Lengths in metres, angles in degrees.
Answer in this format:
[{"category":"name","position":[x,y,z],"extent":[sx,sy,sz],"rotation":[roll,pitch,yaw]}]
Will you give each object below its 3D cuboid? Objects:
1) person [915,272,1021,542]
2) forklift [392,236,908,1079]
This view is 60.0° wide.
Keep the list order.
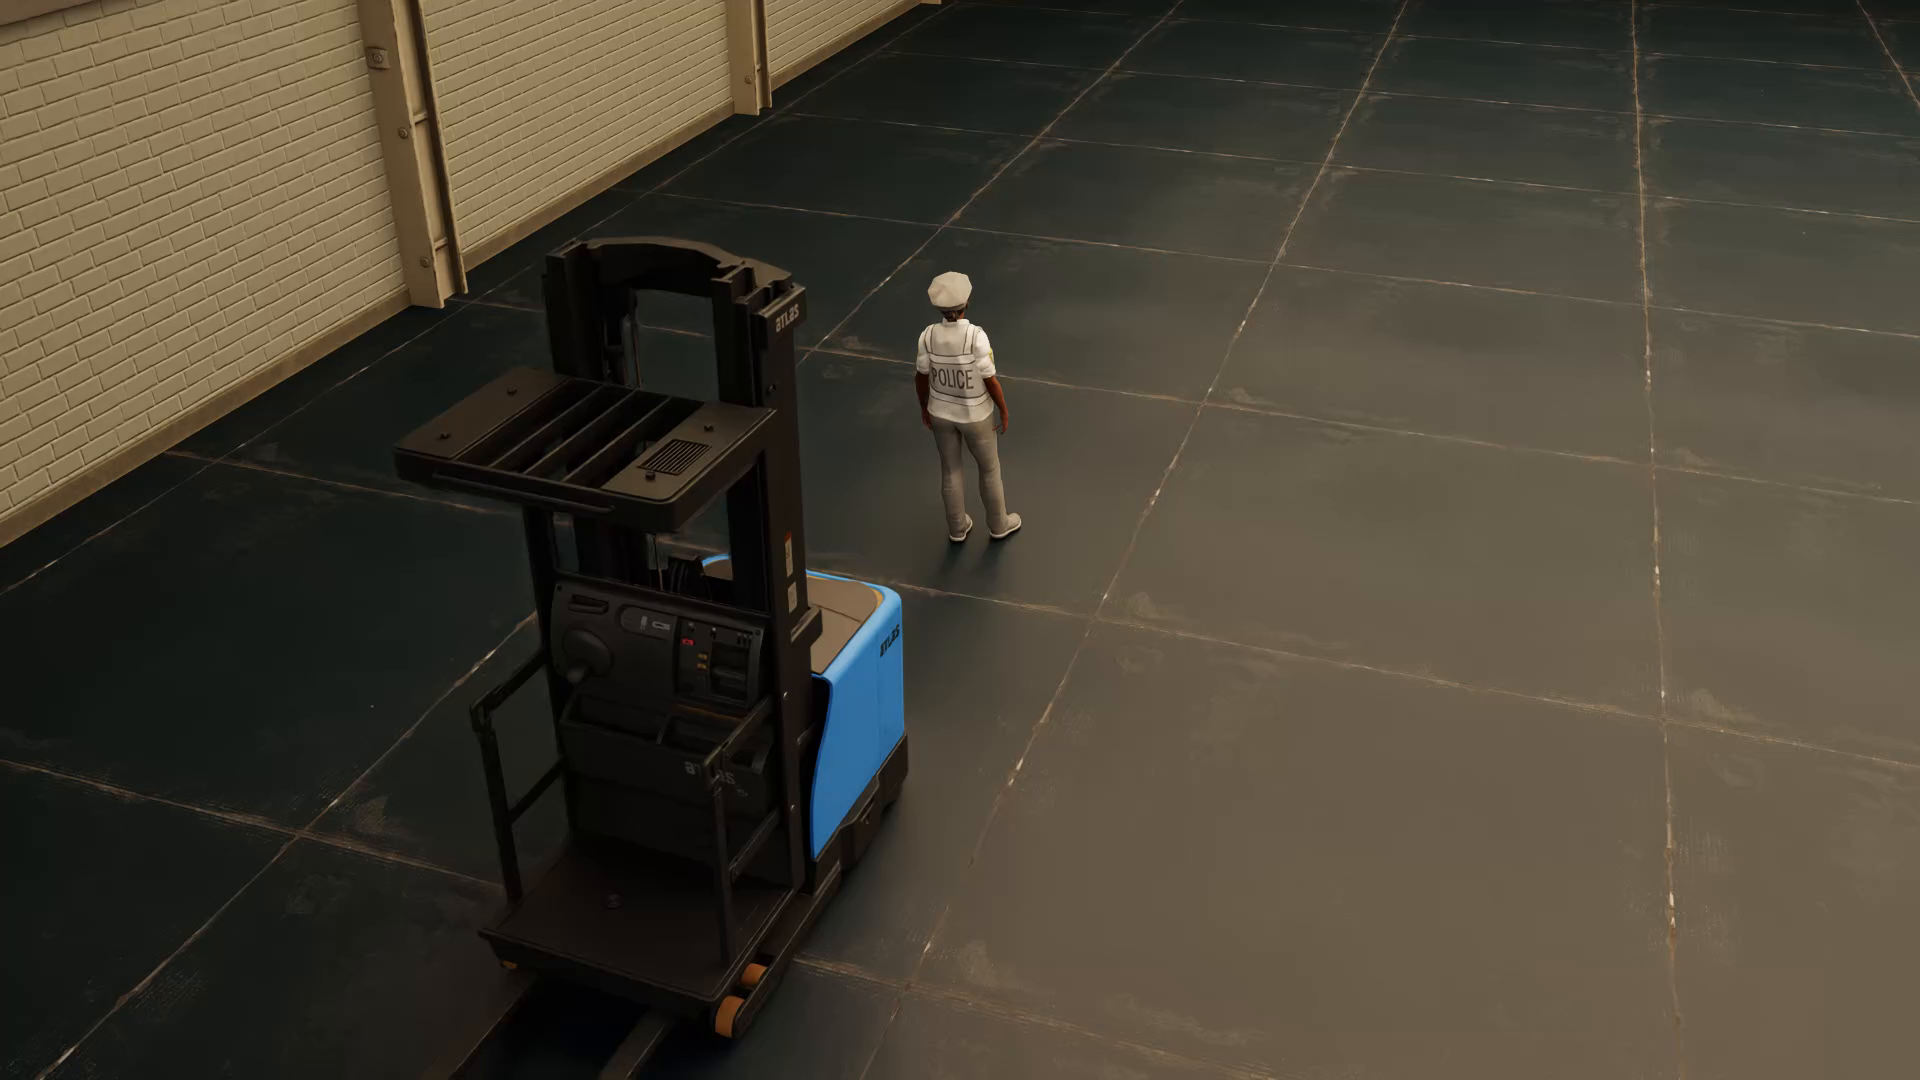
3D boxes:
[{"category":"person","position":[0.043,-0.773,9.729],"extent":[0.569,1.692,0.530],"rotation":[10,31,16]},{"category":"forklift","position":[-1.262,0.472,6.308],"extent":[1.130,2.935,3.031],"rotation":[11,32,19]}]
